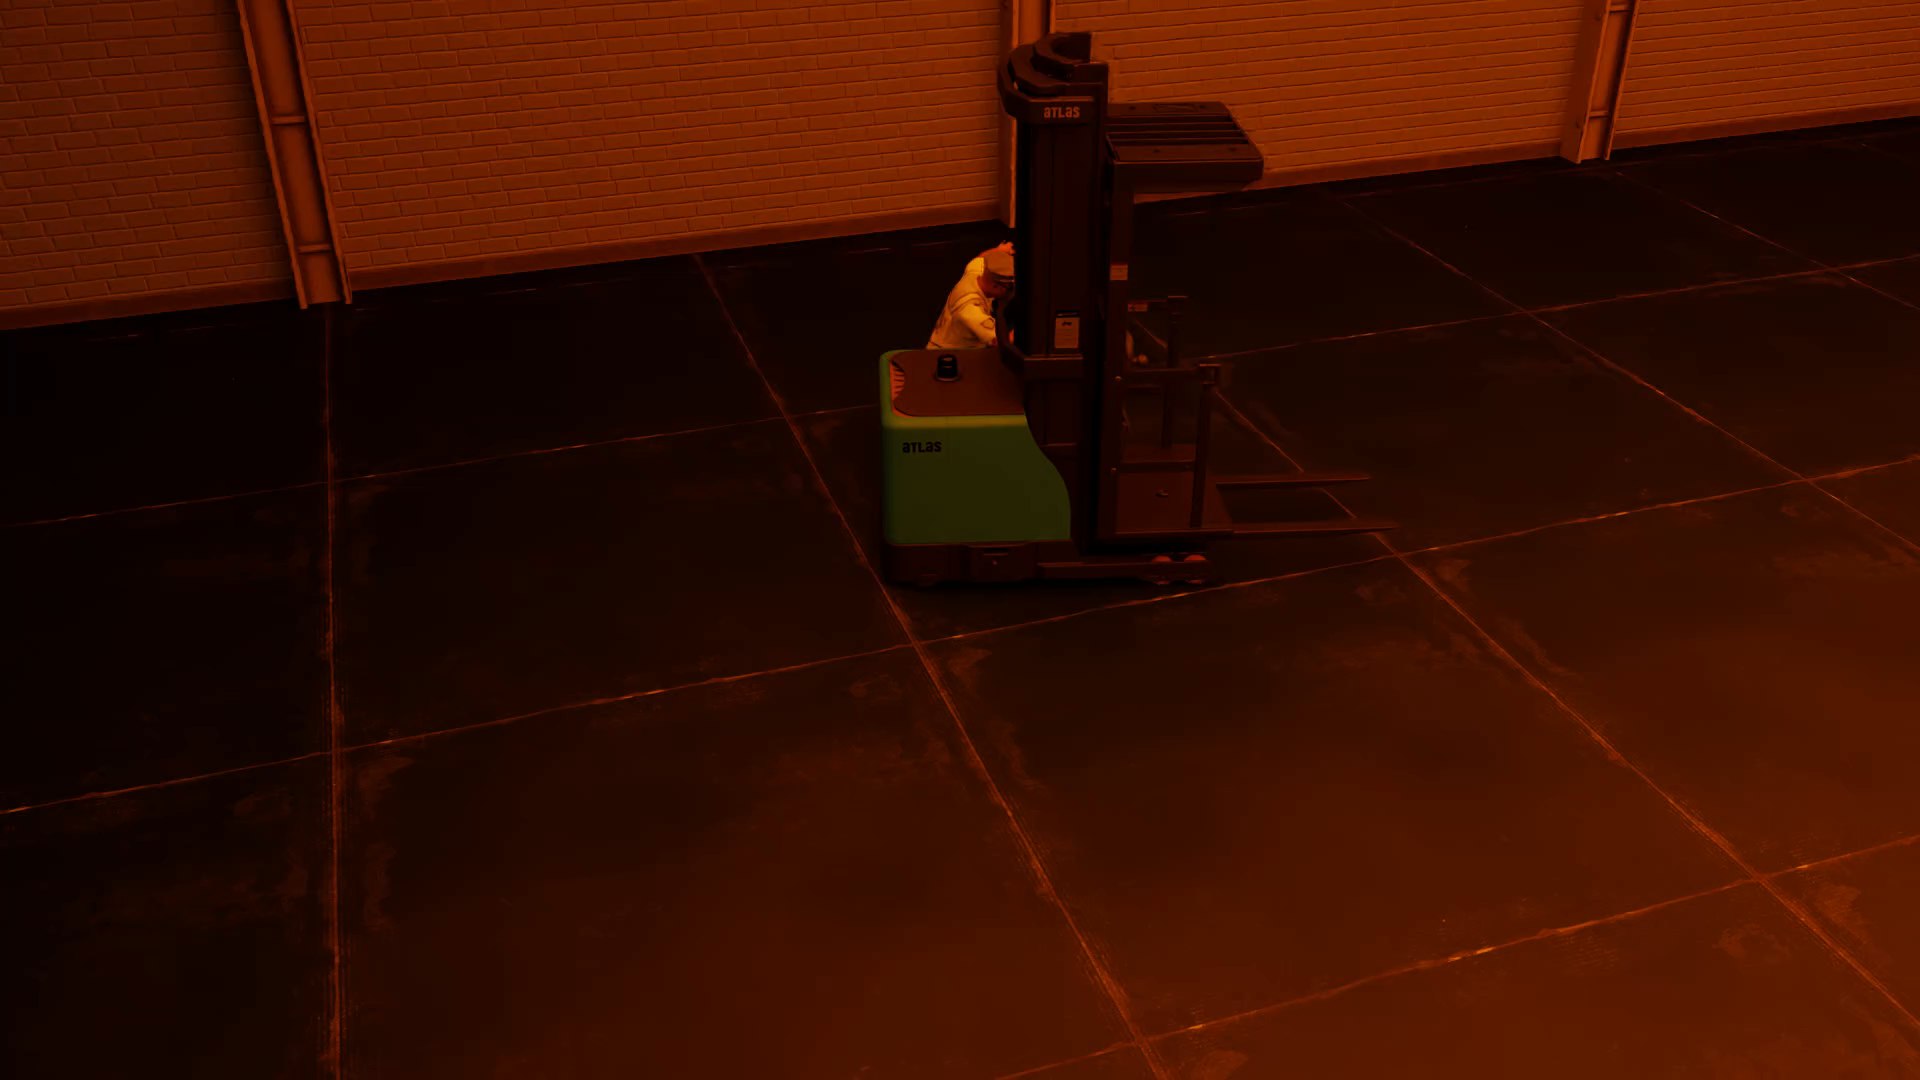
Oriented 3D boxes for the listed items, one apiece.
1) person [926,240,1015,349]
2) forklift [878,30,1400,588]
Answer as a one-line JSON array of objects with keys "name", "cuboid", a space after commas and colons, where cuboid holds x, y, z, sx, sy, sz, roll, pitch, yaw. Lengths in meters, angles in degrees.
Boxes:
[{"name": "person", "cuboid": [0.194, -1.192, 10.579, 0.816, 1.373, 1.589, 5, 30, 9]}, {"name": "forklift", "cuboid": [1.043, -1.274, 9.301, 3.031, 2.935, 1.130, -2, 30, -3]}]
